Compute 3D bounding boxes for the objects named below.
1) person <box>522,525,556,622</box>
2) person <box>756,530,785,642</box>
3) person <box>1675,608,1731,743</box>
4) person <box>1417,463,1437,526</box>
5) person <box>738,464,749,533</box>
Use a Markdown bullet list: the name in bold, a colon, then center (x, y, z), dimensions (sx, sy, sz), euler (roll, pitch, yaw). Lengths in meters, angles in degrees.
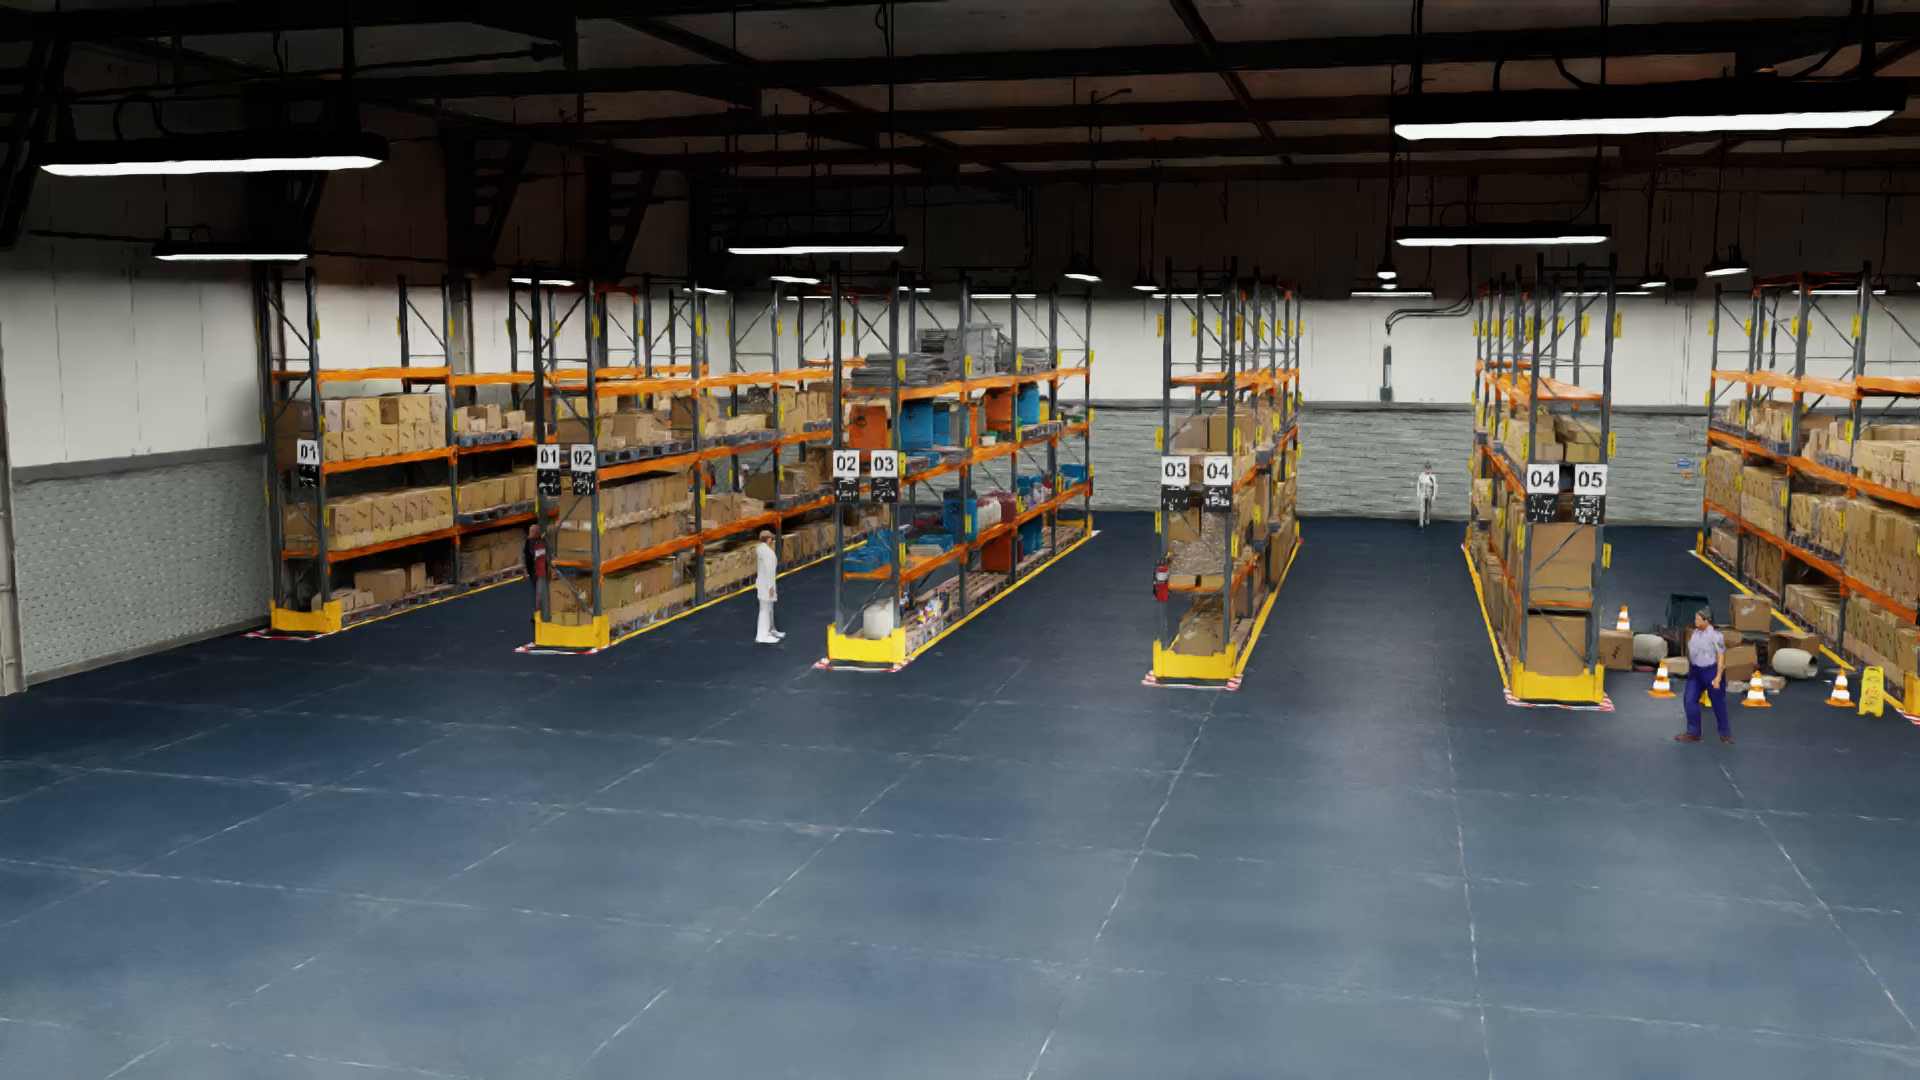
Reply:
- **person**: center (-7.285, 0.552, 28.611), dimensions (0.543, 1.648, 1.115), euler (2, 8, 17)
- **person**: center (-3.055, 0.723, 26.699), dimensions (0.515, 1.784, 0.638), euler (-2, 8, -16)
- **person**: center (9.099, 1.653, 20.206), dimensions (0.558, 1.626, 0.544), euler (-3, 8, -21)
- **person**: center (11.852, -1.163, 42.210), dimensions (0.489, 1.587, 1.075), euler (2, 7, 13)
- **person**: center (-5.198, -0.990, 40.516), dimensions (0.677, 1.742, 0.552), euler (2, 7, 13)
